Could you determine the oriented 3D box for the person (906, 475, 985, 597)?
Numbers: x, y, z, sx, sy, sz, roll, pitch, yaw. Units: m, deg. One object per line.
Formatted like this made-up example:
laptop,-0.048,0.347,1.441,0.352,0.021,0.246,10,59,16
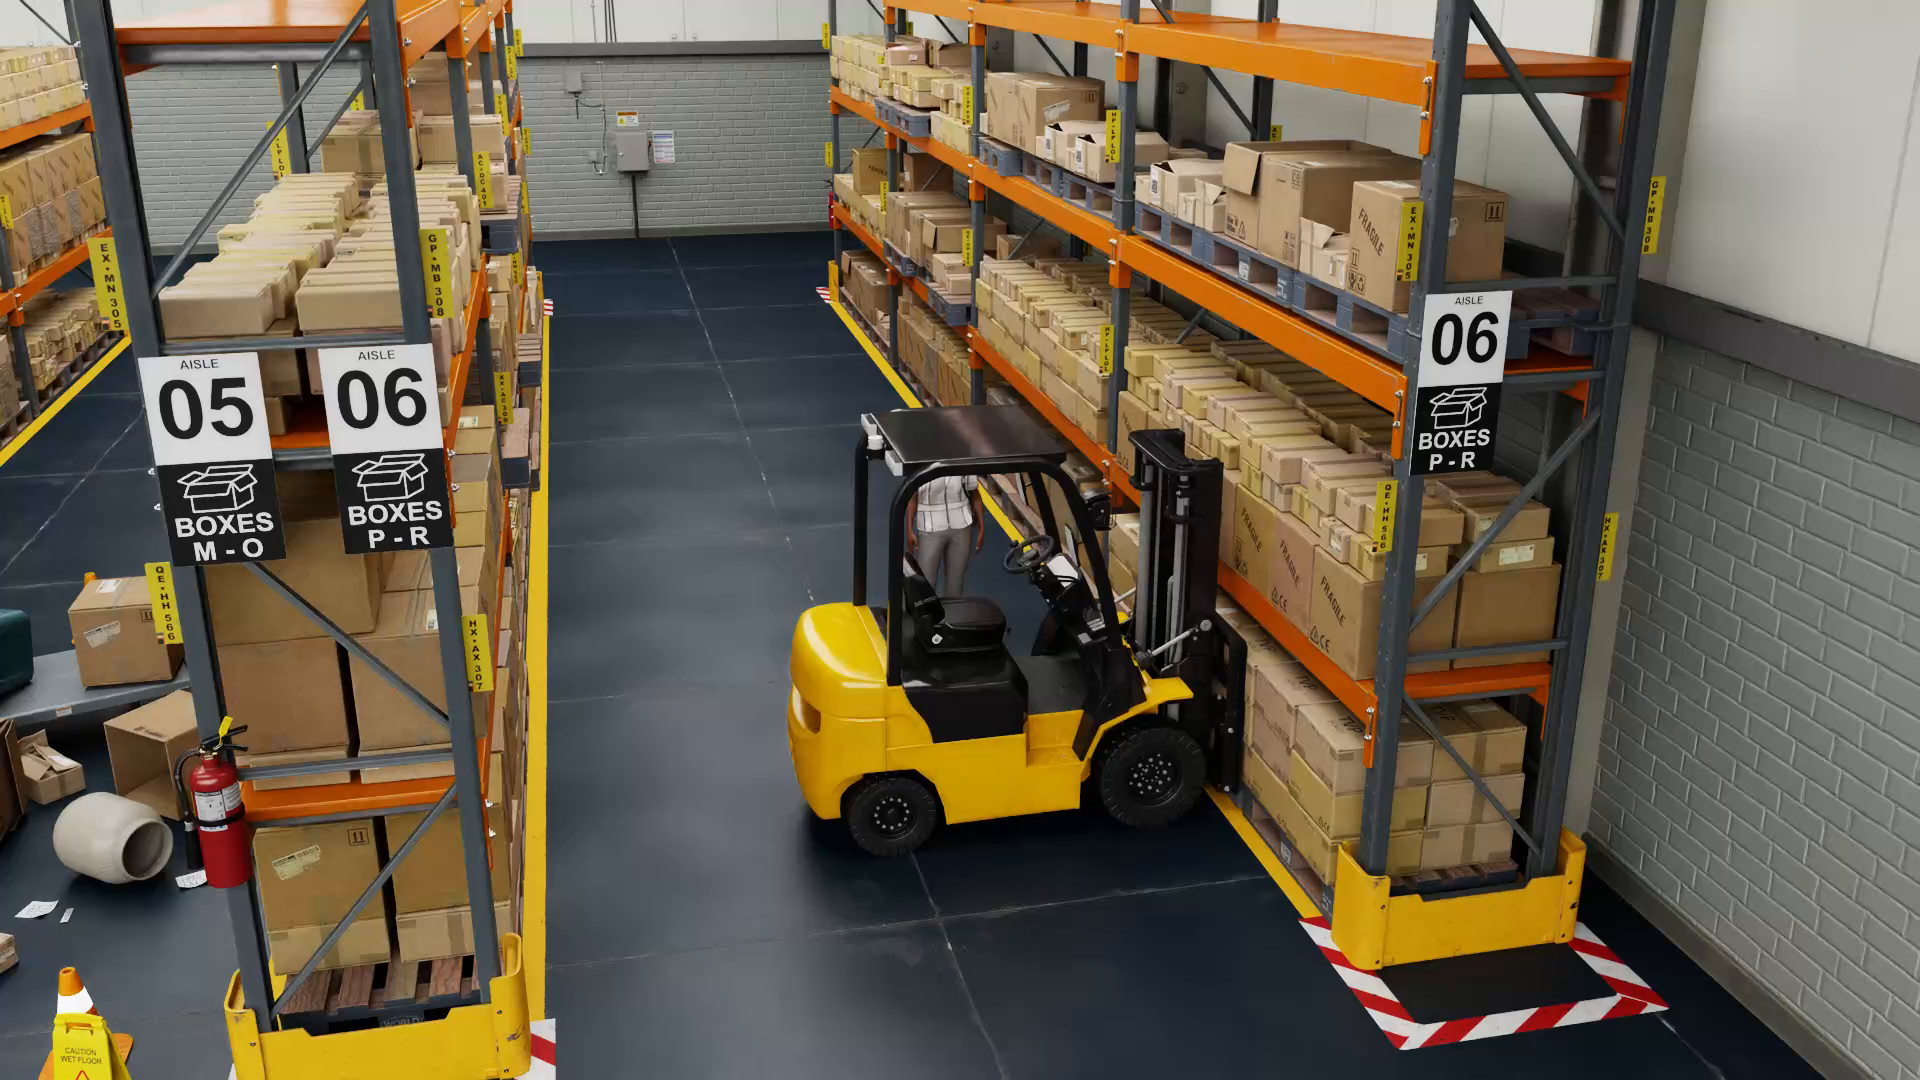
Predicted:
person,-0.100,-0.035,11.096,0.569,1.694,0.528,-5,20,-12
